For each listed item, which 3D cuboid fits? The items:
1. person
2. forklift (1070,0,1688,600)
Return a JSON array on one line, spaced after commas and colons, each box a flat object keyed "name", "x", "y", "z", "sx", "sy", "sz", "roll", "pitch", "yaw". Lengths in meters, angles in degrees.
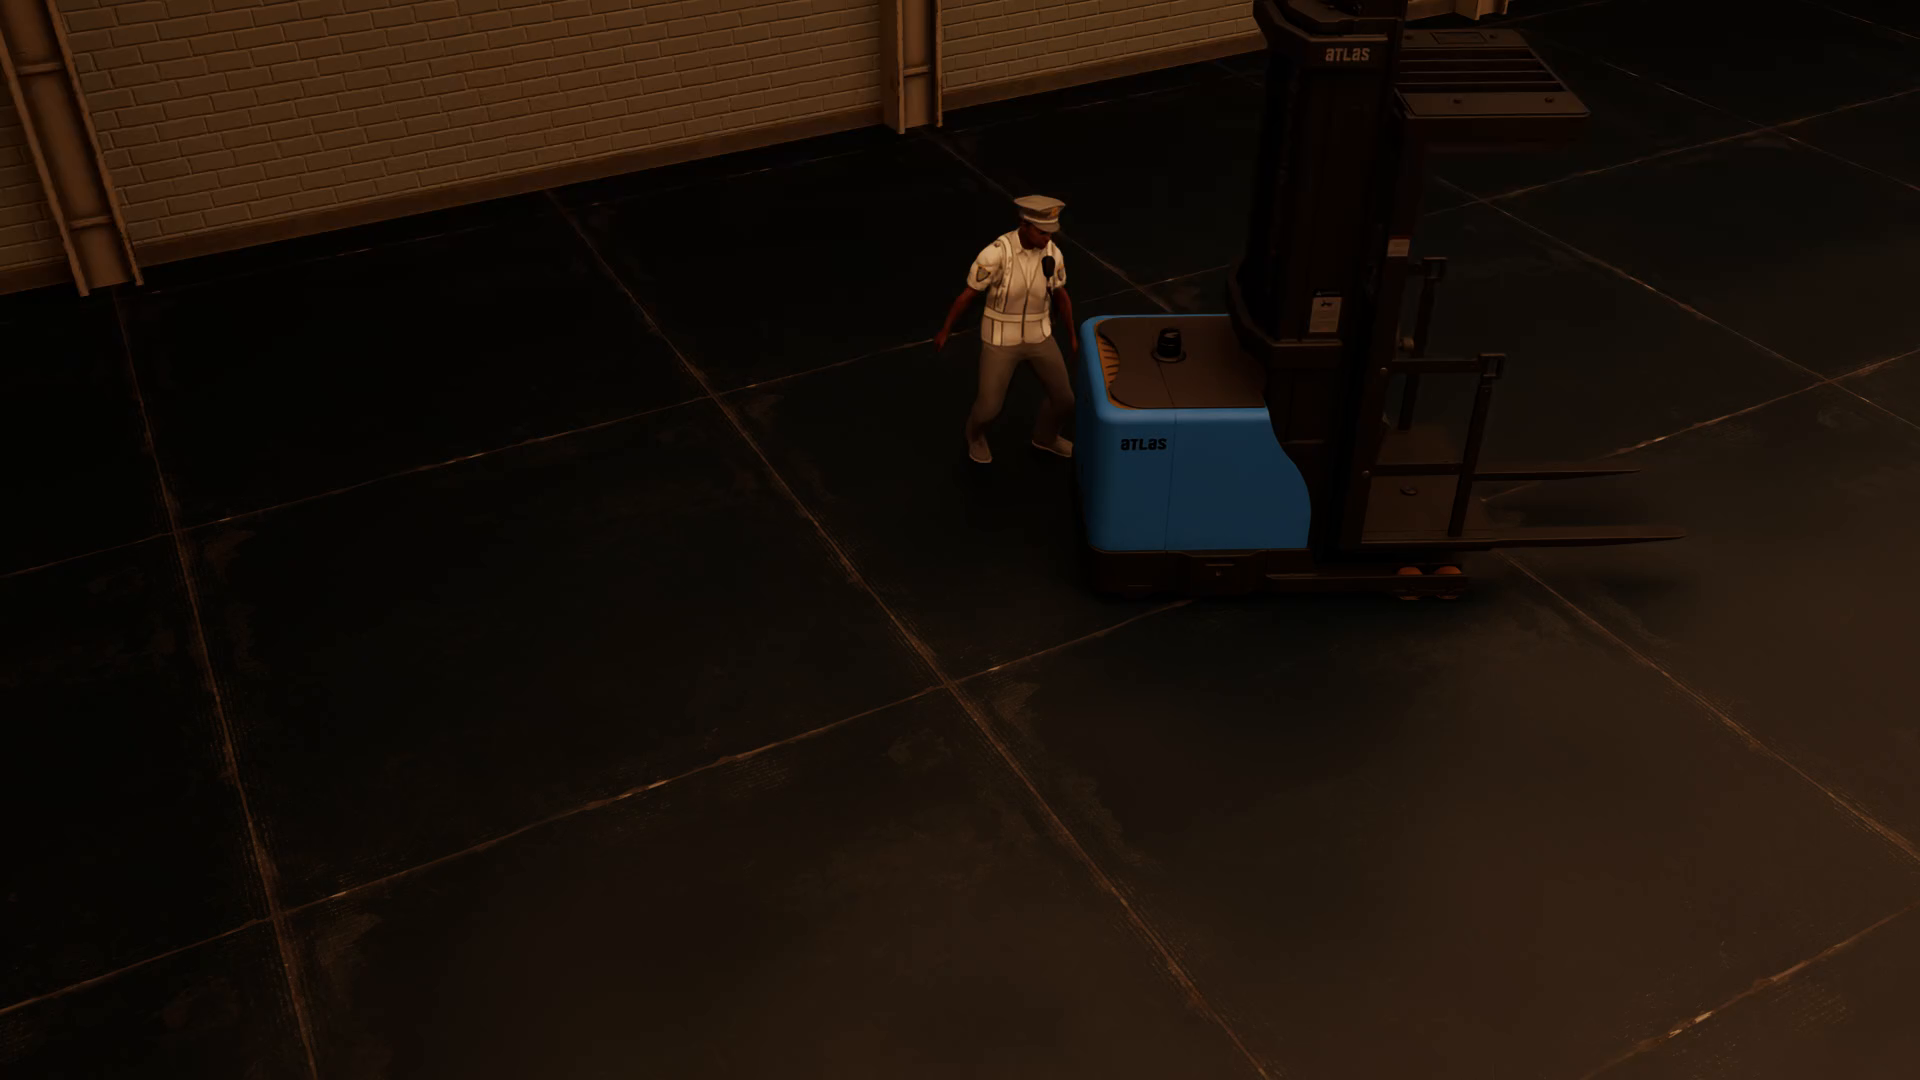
[{"name": "person", "x": 0.269, "y": -1.108, "z": 8.869, "sx": 0.817, "sy": 1.592, "sz": 0.466, "roll": -8, "pitch": 36, "yaw": -11}, {"name": "forklift", "x": 2.119, "y": -1.205, "z": 7.828, "sx": 3.031, "sy": 2.935, "sz": 1.130, "roll": -1, "pitch": 35, "yaw": -1}]
